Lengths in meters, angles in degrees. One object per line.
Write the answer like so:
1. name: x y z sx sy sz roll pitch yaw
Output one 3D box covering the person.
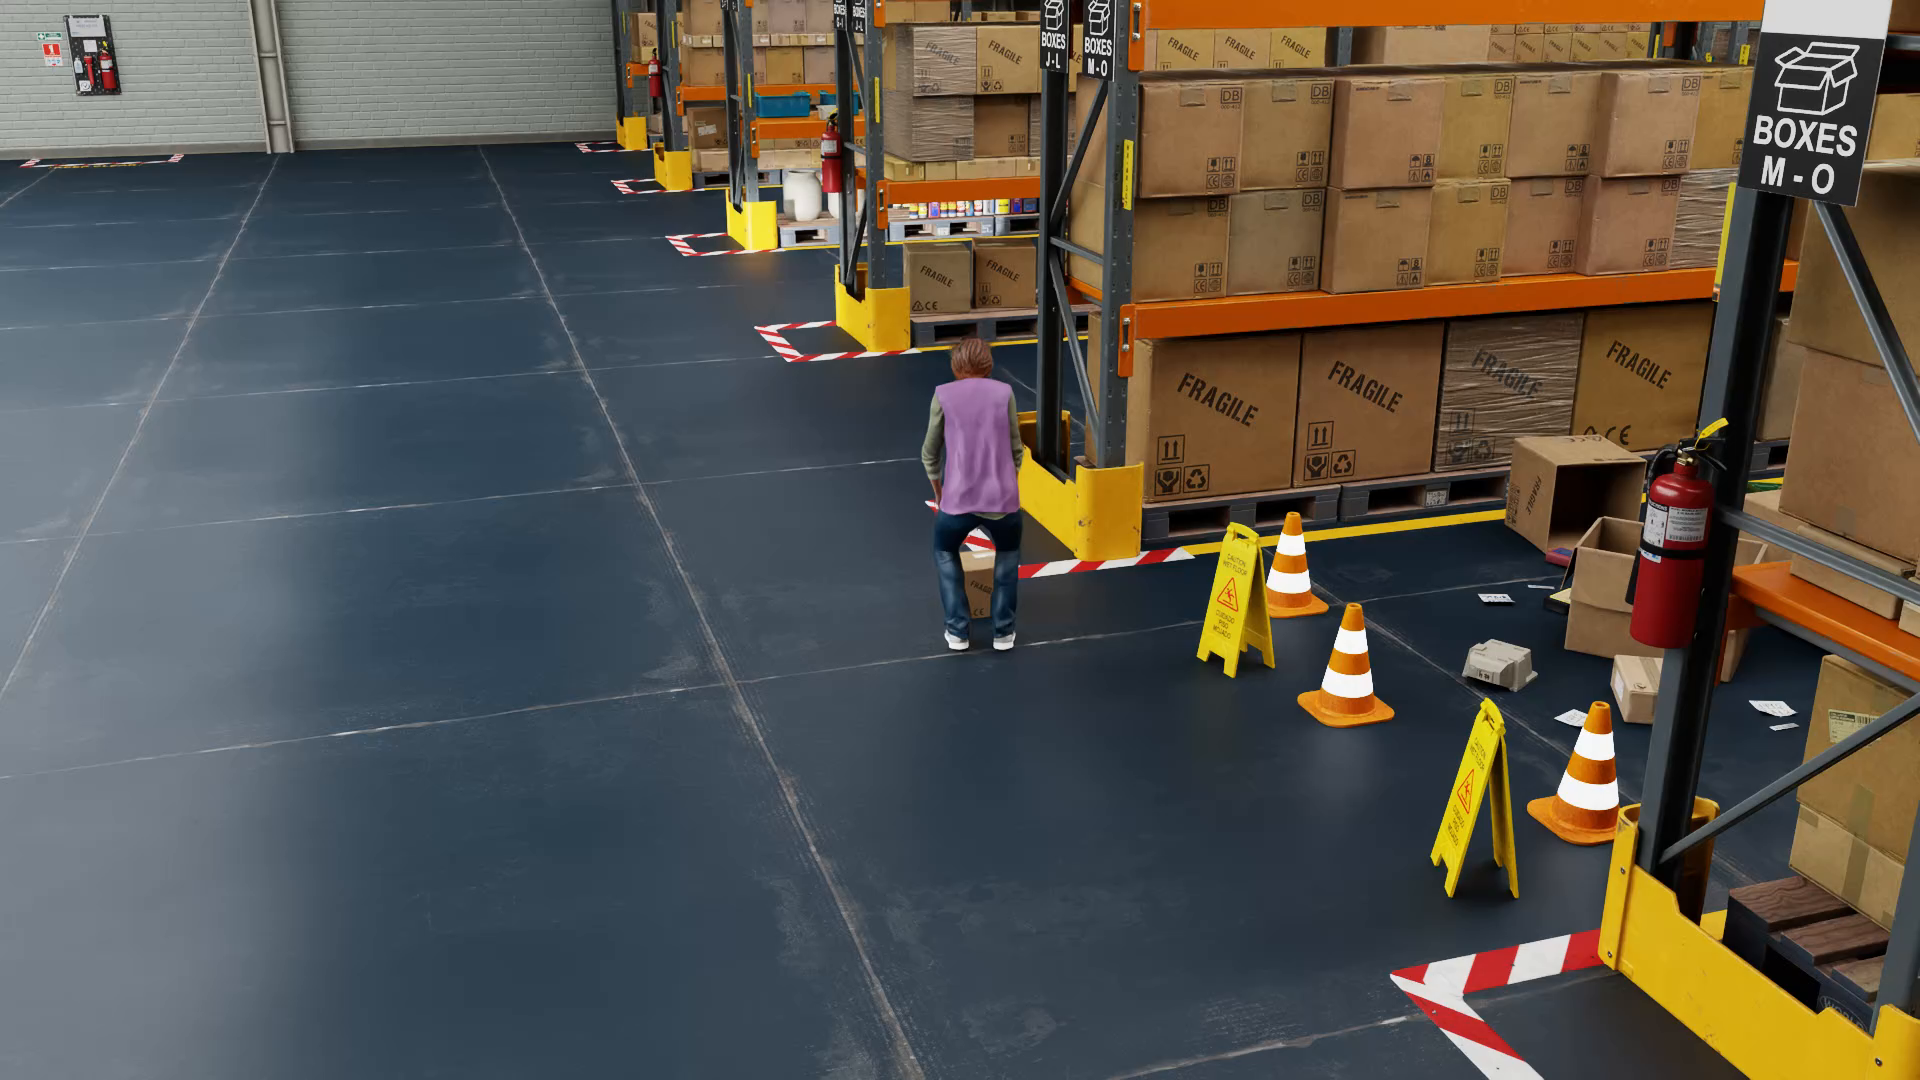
1. person: 0.068 0.017 7.583 0.446 0.900 0.791 0 20 0
